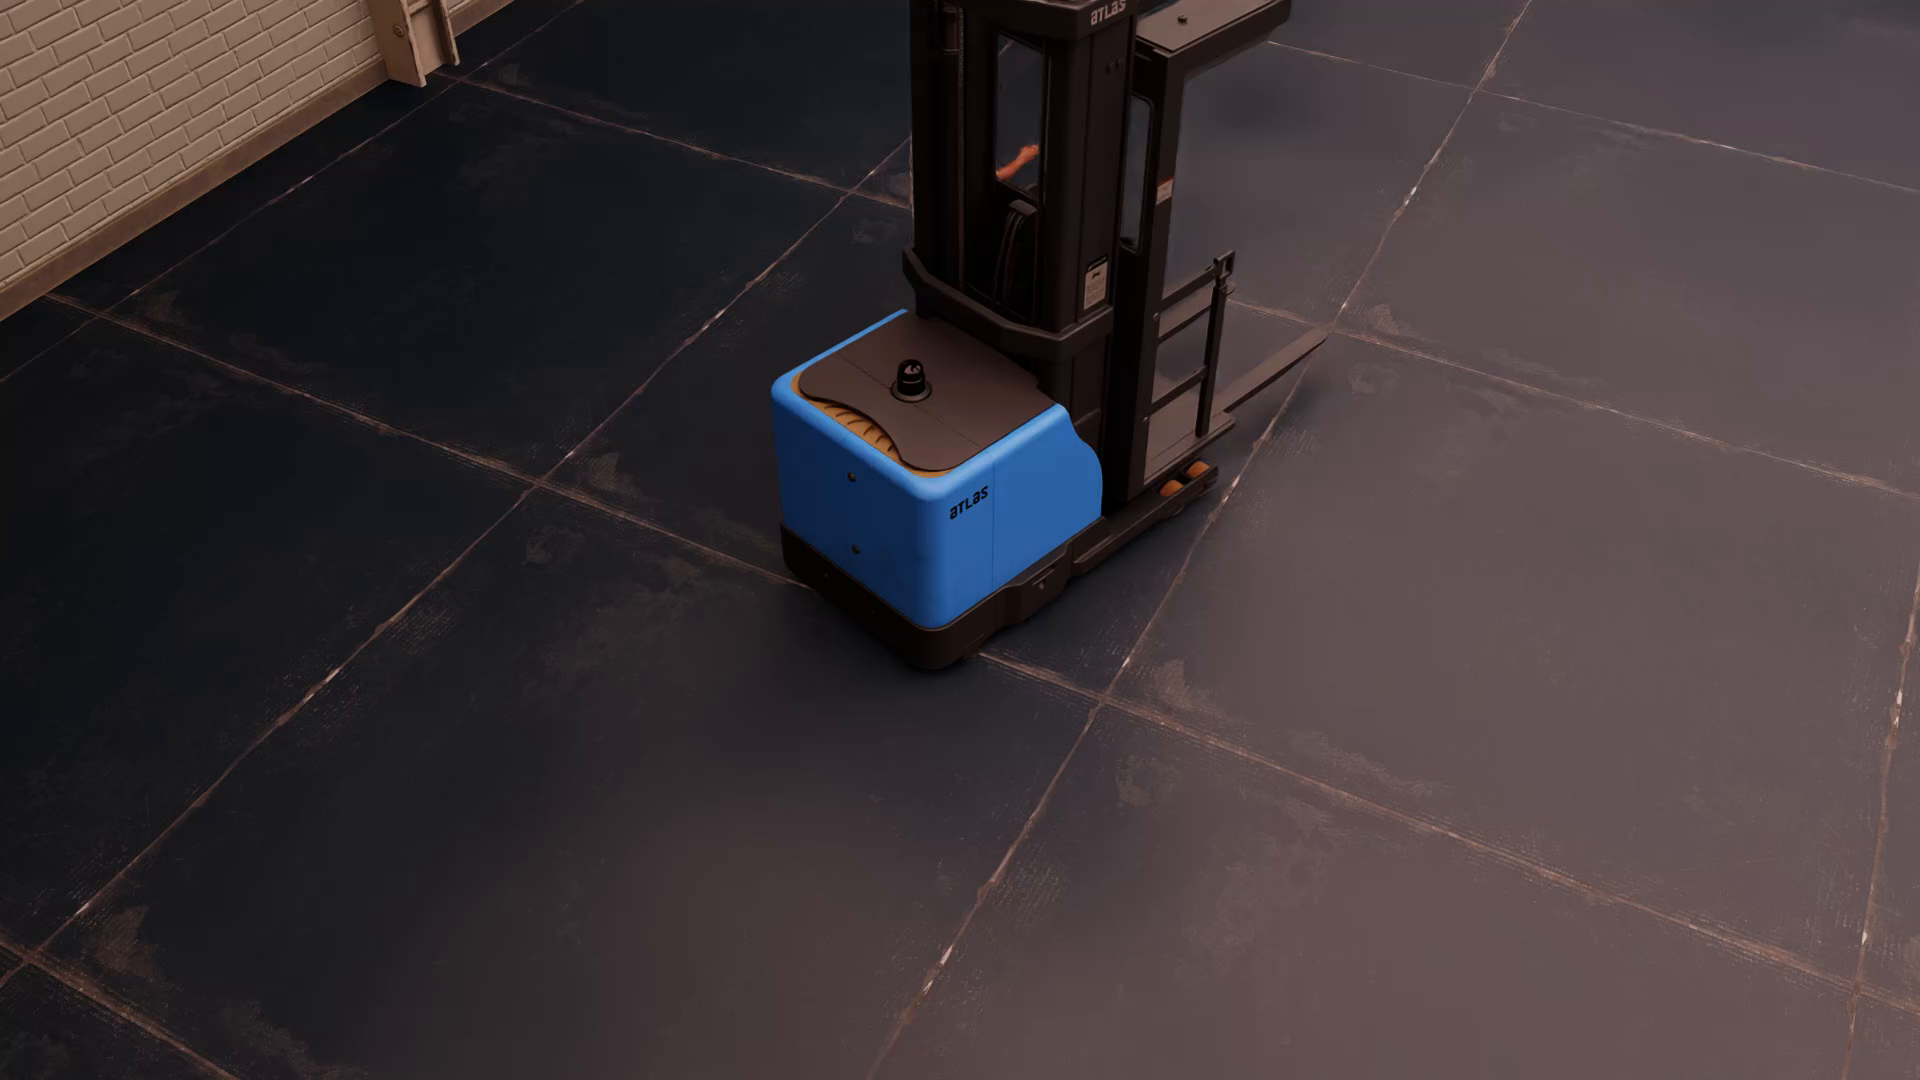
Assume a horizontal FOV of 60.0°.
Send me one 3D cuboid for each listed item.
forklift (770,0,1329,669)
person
[{"bbox_3d":[0.597,-1.414,7.155,3.031,2.935,1.130,-34,53,-31],"label":"forklift"},{"bbox_3d":[0.070,-1.848,8.724,0.656,1.459,1.113,-14,45,-15],"label":"person"}]
